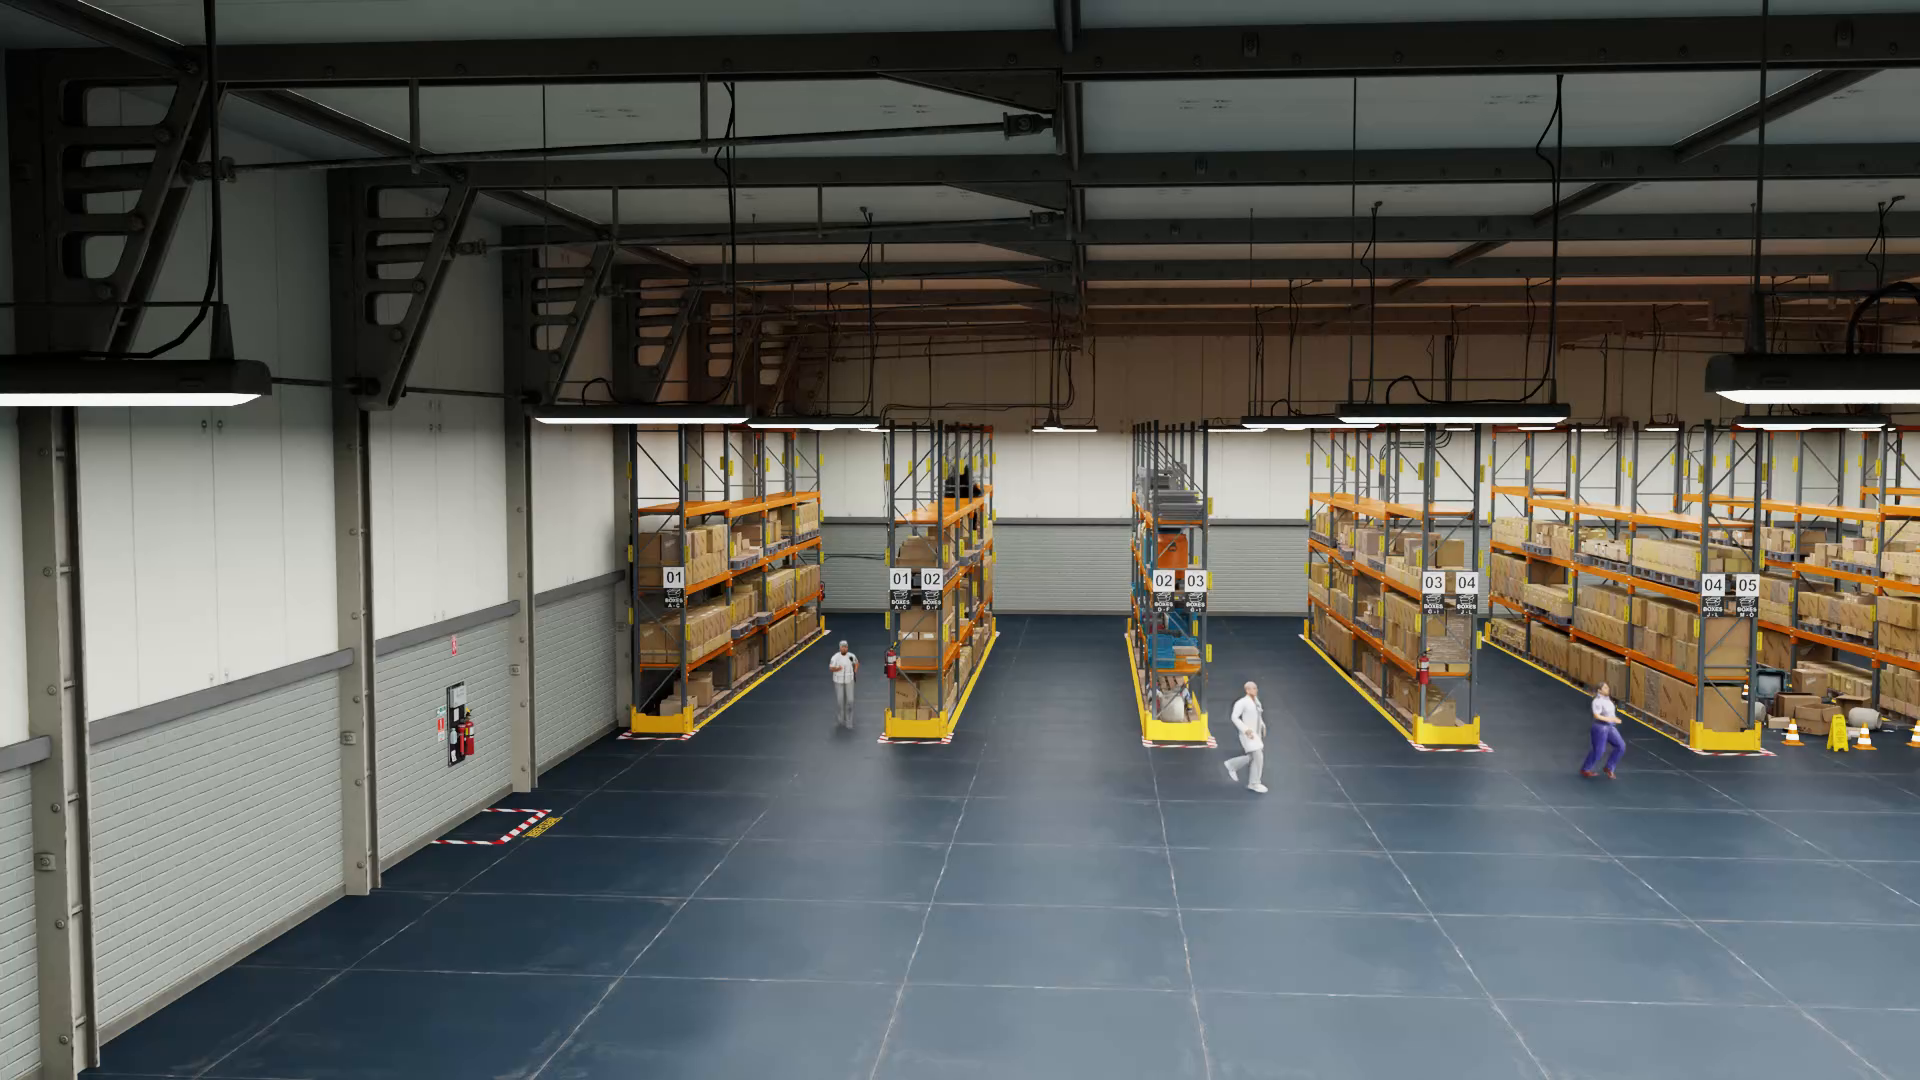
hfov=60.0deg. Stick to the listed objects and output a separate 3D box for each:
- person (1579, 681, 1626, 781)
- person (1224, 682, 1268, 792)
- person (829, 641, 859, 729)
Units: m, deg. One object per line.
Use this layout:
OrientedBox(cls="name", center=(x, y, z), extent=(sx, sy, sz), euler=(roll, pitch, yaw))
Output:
OrientedBox(cls="person", center=(10.682, 3.180, 27.625), extent=(0.607, 1.651, 0.696), euler=(-3, 5, -44))
OrientedBox(cls="person", center=(4.625, 3.157, 26.888), extent=(0.817, 1.755, 0.731), euler=(3, 4, 35))
OrientedBox(cls="person", center=(-2.273, 2.832, 32.614), extent=(0.586, 1.725, 0.711), euler=(0, 4, -5))
